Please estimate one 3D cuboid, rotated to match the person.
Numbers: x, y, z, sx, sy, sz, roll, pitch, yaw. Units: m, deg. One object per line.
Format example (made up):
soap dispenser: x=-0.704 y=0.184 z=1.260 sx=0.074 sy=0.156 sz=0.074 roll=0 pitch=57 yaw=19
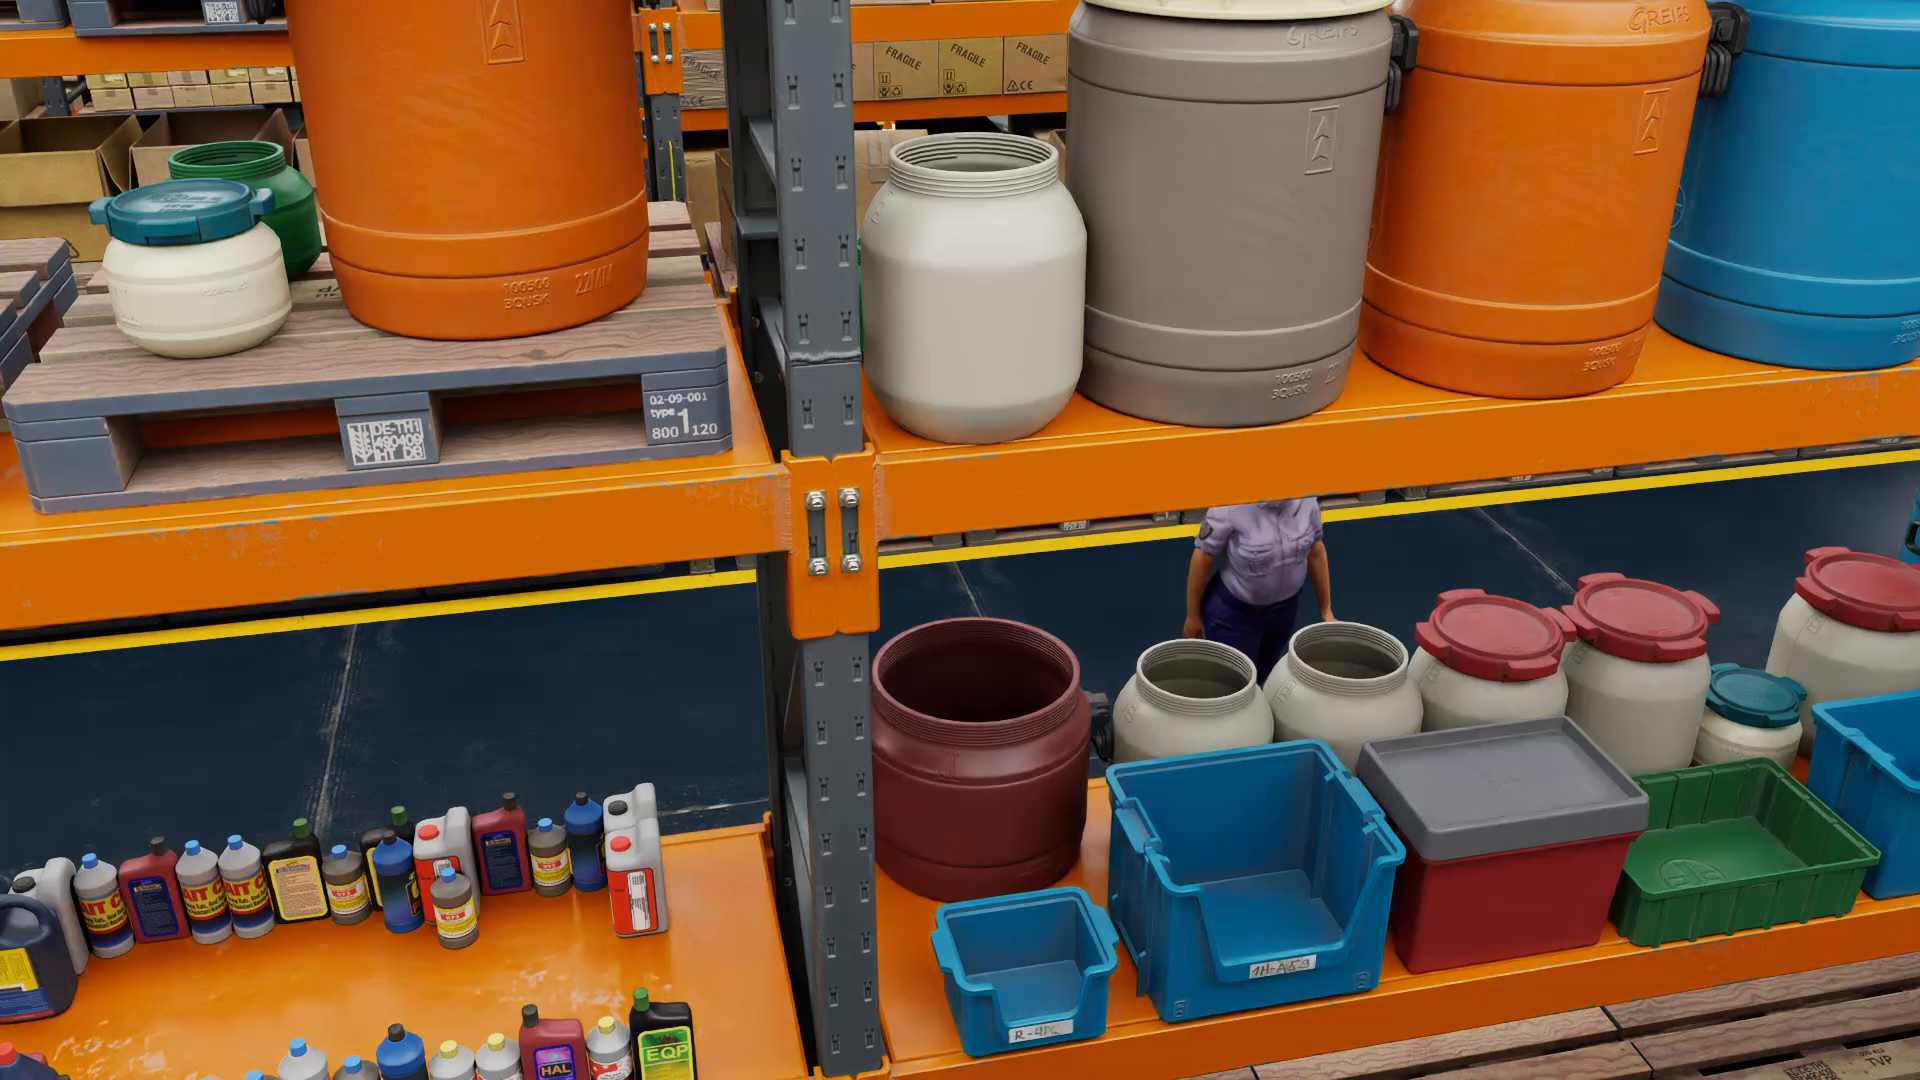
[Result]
person: x=1.200 y=0.294 z=6.558 sx=0.639 sy=1.608 sz=0.870 roll=-15 pitch=30 yaw=-27
